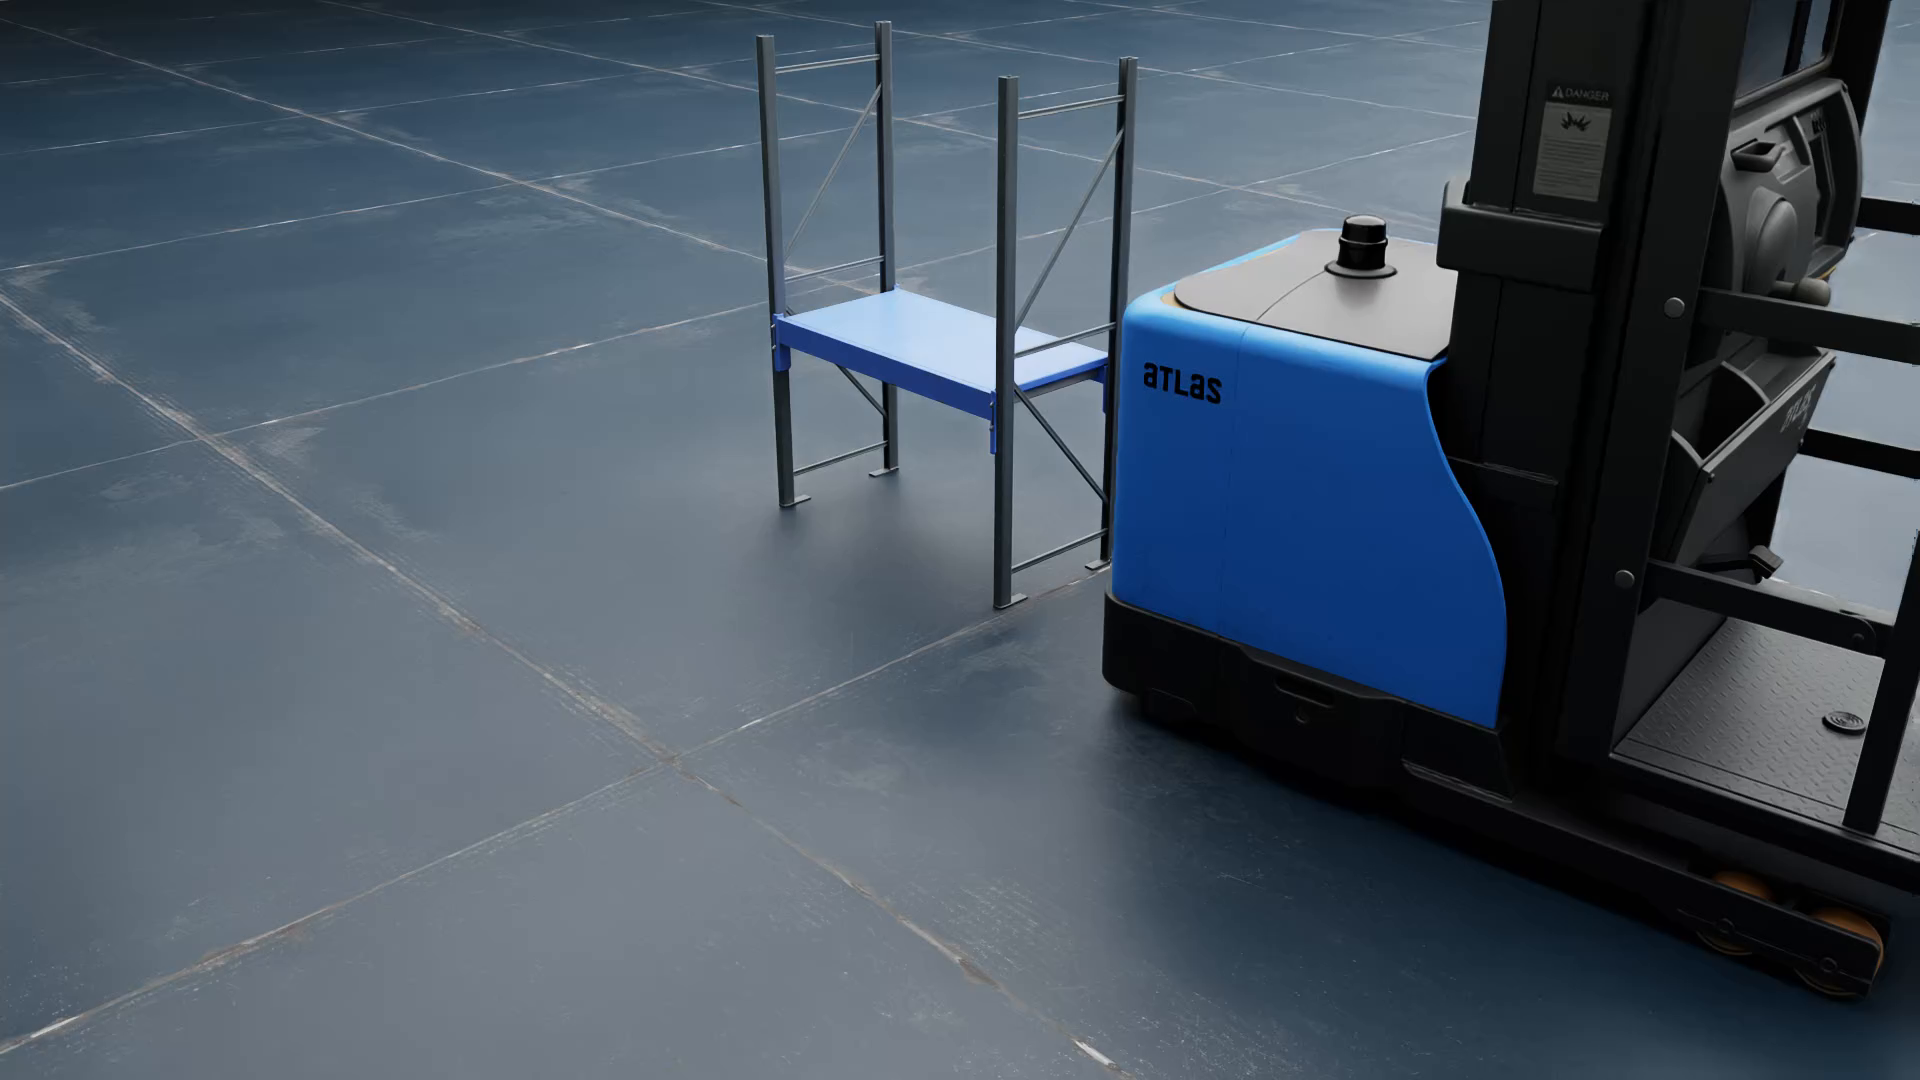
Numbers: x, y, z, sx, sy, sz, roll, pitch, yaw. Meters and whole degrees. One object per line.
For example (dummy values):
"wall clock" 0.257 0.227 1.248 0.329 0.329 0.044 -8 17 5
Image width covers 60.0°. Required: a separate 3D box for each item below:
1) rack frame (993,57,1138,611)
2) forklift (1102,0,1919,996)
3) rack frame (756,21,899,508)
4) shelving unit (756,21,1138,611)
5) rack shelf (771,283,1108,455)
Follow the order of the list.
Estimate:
"rack frame" 0.289 -0.554 4.658 0.500 1.500 0.032 -21 32 -38
"forklift" 1.829 -0.685 3.220 3.031 2.935 1.130 19 31 35
"rack frame" -0.406 -0.862 5.333 0.500 1.500 0.032 -21 32 -38
"shelving unit" -0.058 -0.708 4.995 0.538 1.500 1.048 -21 32 -38
"rack shelf" -0.058 -0.545 5.070 0.538 0.185 1.000 -21 32 -38
